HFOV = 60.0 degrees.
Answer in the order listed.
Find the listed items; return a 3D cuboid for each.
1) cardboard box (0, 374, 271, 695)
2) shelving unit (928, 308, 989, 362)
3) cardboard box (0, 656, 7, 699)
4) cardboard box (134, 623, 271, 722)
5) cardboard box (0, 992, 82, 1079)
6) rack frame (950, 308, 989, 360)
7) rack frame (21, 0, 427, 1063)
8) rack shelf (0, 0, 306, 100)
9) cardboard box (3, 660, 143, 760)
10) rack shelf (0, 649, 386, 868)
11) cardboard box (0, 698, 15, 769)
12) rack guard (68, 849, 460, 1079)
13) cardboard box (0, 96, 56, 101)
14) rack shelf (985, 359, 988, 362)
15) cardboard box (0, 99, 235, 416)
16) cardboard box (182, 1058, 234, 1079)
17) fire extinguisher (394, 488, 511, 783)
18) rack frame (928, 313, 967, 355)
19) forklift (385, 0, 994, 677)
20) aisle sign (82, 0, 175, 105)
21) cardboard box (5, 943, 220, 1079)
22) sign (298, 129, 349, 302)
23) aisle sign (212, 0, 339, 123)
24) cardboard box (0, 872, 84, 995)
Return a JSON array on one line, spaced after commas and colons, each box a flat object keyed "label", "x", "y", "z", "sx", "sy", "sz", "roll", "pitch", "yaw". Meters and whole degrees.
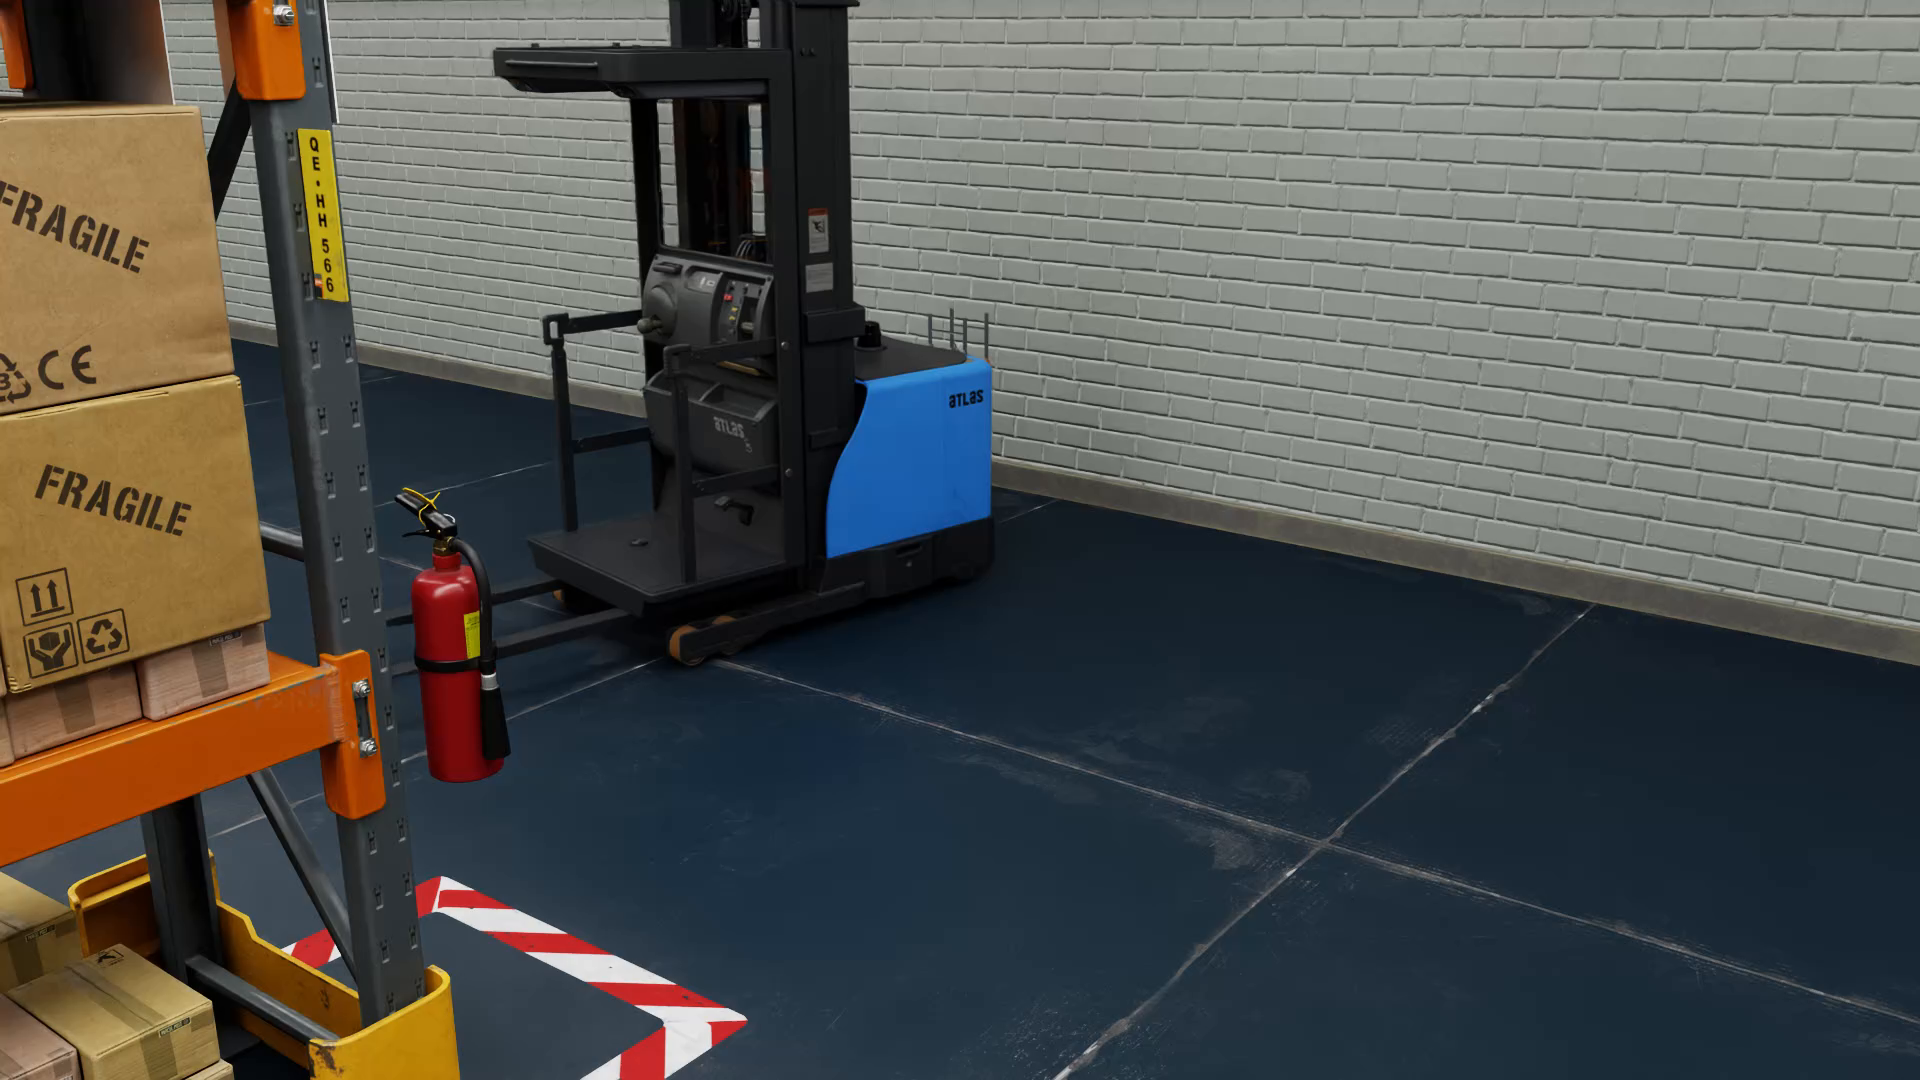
[{"label": "cardboard box", "x": -1.728, "y": -0.064, "z": 3.221, "sx": 0.500, "sy": 0.500, "sz": 0.500, "roll": 13, "pitch": 21, "yaw": 36}, {"label": "shelving unit", "x": -0.009, "y": -0.570, "z": 8.555, "sx": 0.258, "sy": 1.200, "sz": 0.189, "roll": 12, "pitch": 21, "yaw": 35}, {"label": "cardboard box", "x": -2.039, "y": 0.058, "z": 2.829, "sx": 0.500, "sy": 0.500, "sz": 0.500, "roll": 12, "pitch": 21, "yaw": 34}, {"label": "cardboard box", "x": -1.634, "y": 0.221, "z": 3.397, "sx": 0.380, "sy": 0.149, "sz": 0.250, "roll": 12, "pitch": 21, "yaw": 35}, {"label": "cardboard box", "x": -1.975, "y": 1.071, "z": 3.333, "sx": 0.380, "sy": 0.149, "sz": 0.250, "roll": 13, "pitch": 21, "yaw": 36}, {"label": "rack frame", "x": 0.046, "y": -0.591, "z": 8.625, "sx": 0.240, "sy": 1.200, "sz": 0.006, "roll": 12, "pitch": 21, "yaw": 35}, {"label": "rack frame", "x": -1.667, "y": -0.026, "z": 3.771, "sx": 1.000, "sy": 3.000, "sz": 0.127, "roll": 12, "pitch": 21, "yaw": 35}, {"label": "rack shelf", "x": -2.859, "y": -0.639, "z": 1.899, "sx": 1.077, "sy": 0.370, "sz": 4.000, "roll": 12, "pitch": 21, "yaw": 35}, {"label": "cardboard box", "x": -1.813, "y": 0.274, "z": 3.228, "sx": 0.380, "sy": 0.149, "sz": 0.250, "roll": 12, "pitch": 21, "yaw": 35}, {"label": "rack shelf", "x": -2.859, "y": 0.793, "z": 2.344, "sx": 1.077, "sy": 0.370, "sz": 4.000, "roll": 12, "pitch": 21, "yaw": 35}, {"label": "cardboard box", "x": -1.950, "y": 0.336, "z": 3.027, "sx": 0.380, "sy": 0.149, "sz": 0.250, "roll": 12, "pitch": 21, "yaw": 34}, {"label": "rack guard", "x": -1.712, "y": 1.185, "z": 4.083, "sx": 1.175, "sy": 0.500, "sz": 0.348, "roll": 12, "pitch": 21, "yaw": 35}, {"label": "cardboard box", "x": -2.148, "y": -0.634, "z": 3.371, "sx": 0.500, "sy": 0.500, "sz": 0.500, "roll": 12, "pitch": 21, "yaw": 34}, {"label": "rack shelf", "x": -0.009, "y": -0.871, "z": 8.461, "sx": 0.258, "sy": 0.103, "sz": 0.180, "roll": 12, "pitch": 21, "yaw": 35}, {"label": "cardboard box", "x": -1.740, "y": -0.541, "z": 3.071, "sx": 0.500, "sy": 0.500, "sz": 0.500, "roll": 12, "pitch": 21, "yaw": 34}, {"label": "cardboard box", "x": -1.752, "y": 1.169, "z": 3.520, "sx": 0.380, "sy": 0.149, "sz": 0.250, "roll": 12, "pitch": 21, "yaw": 33}, {"label": "fire extinguisher", "x": -1.146, "y": 0.210, "z": 3.768, "sx": 0.296, "sy": 0.674, "sz": 0.183, "roll": 12, "pitch": 21, "yaw": 35}, {"label": "rack frame", "x": -0.063, "y": -0.548, "z": 8.485, "sx": 0.240, "sy": 1.200, "sz": 0.006, "roll": 12, "pitch": 21, "yaw": 35}, {"label": "forklift", "x": -1.267, "y": -1.043, "z": 7.159, "sx": 3.031, "sy": 2.935, "sz": 1.130, "roll": -15, "pitch": 23, "yaw": -40}, {"label": "aisle sign", "x": -1.865, "y": -1.338, "z": 3.612, "sx": 0.394, "sy": 0.787, "sz": 0.004, "roll": 12, "pitch": 21, "yaw": 35}, {"label": "cardboard box", "x": -1.779, "y": 1.021, "z": 3.493, "sx": 0.380, "sy": 0.149, "sz": 0.250, "roll": 13, "pitch": 21, "yaw": 35}, {"label": "sign", "x": -1.233, "y": -0.627, "z": 3.221, "sx": 0.100, "sy": 0.325, "sz": 0.005, "roll": 12, "pitch": 21, "yaw": 35}, {"label": "aisle sign", "x": -1.383, "y": -1.232, "z": 3.271, "sx": 0.394, "sy": 0.787, "sz": 0.004, "roll": 12, "pitch": 21, "yaw": 35}, {"label": "cardboard box", "x": -2.252, "y": 0.915, "z": 3.835, "sx": 0.380, "sy": 0.149, "sz": 0.250, "roll": 11, "pitch": 21, "yaw": 32}]
